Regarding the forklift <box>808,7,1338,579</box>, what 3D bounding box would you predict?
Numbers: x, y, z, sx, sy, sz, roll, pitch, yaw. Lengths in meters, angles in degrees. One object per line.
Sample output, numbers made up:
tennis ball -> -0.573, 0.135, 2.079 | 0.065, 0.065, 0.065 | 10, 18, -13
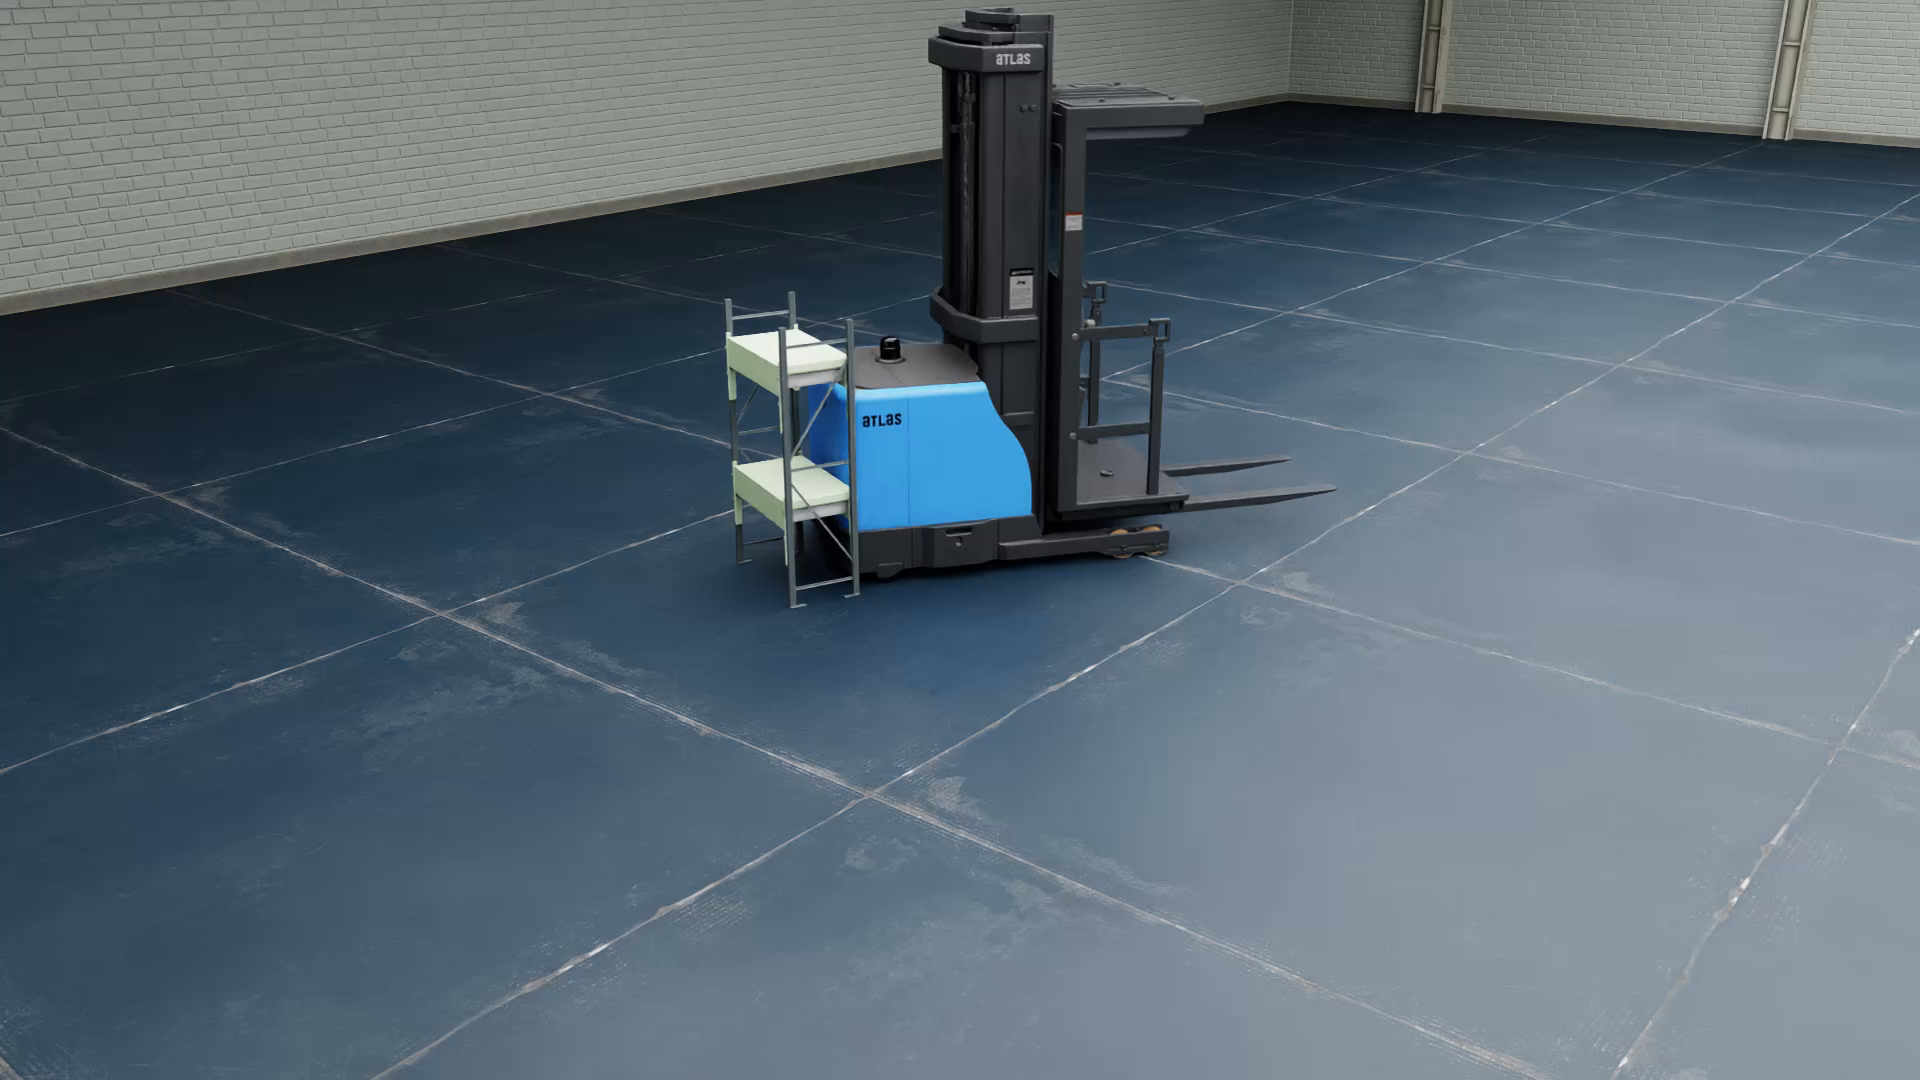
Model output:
forklift -> 0.692, -1.436, 9.321 | 3.031, 2.935, 1.130 | -6, 21, -15

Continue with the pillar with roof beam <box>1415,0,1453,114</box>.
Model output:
pillar with roof beam -> 5.853, -10.870, 25.741 | 0.400, 9.000, 9.100 | 16, 26, 36

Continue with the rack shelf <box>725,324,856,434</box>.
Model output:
rack shelf -> -0.893, -0.854, 8.701 | 0.431, 0.370, 0.720 | -11, 23, -27

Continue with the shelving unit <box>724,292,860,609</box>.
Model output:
shelving unit -> -0.893, -0.489, 8.839 | 0.431, 1.500, 0.755 | -11, 23, -27

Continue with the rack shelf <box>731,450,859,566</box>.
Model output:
rack shelf -> -0.893, -0.184, 8.954 | 0.431, 0.370, 0.720 | -11, 23, -27

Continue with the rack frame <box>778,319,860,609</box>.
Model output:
rack frame -> -0.717, -0.376, 8.538 | 0.400, 1.500, 0.023 | -11, 23, -27

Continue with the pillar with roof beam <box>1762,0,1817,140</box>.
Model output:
pillar with roof beam -> 10.501, -9.532, 22.191 | 0.400, 9.000, 9.100 | 16, 26, 36

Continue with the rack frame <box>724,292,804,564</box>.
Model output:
rack frame -> -1.069, -0.602, 9.139 | 0.400, 1.500, 0.023 | -11, 23, -27
